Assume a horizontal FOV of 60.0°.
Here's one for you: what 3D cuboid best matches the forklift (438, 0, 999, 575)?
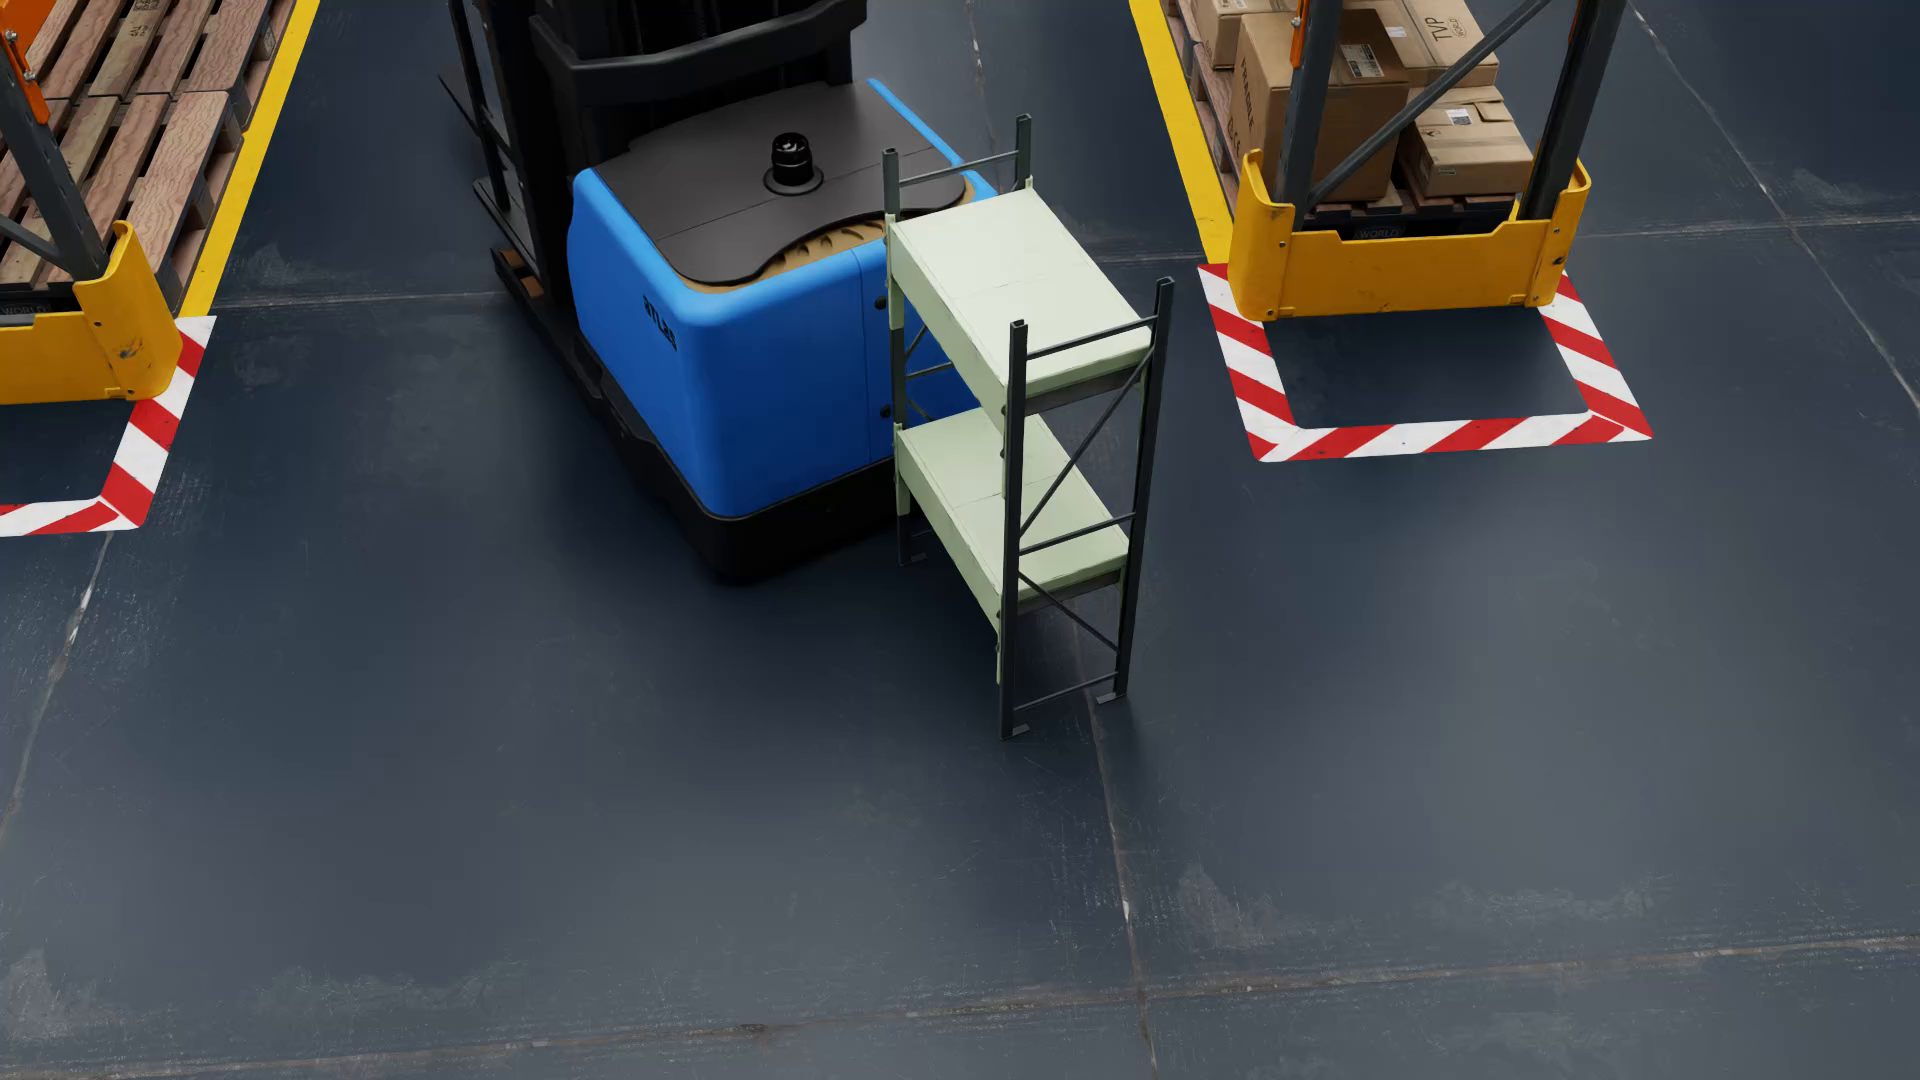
[{"bbox_3d":[-1.049,-1.959,5.086,1.130,2.935,3.031,-24,51,-21],"label":"forklift"}]

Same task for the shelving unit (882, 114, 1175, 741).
[{"bbox_3d":[0.145,-0.255,4.458,0.431,1.500,0.755,-18,49,-16],"label":"shelving unit"}]

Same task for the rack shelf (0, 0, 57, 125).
[{"bbox_3d":[-3.513,-2.821,6.352,1.077,0.370,4.000,-3,47,-3],"label":"rack shelf"}]

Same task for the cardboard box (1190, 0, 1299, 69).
[{"bbox_3d":[1.250,-2.193,6.852,0.500,0.250,0.500,-3,47,-3],"label":"cardboard box"}]

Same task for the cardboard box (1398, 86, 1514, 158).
[{"bbox_3d":[1.877,-1.602,6.349,0.380,0.166,0.250,-3,47,-3],"label":"cardboard box"}]

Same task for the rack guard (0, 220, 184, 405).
[{"bbox_3d":[-3.330,-0.746,5.612,1.175,0.500,0.348,-3,47,-3],"label":"rack guard"}]

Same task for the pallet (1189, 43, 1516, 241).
[{"bbox_3d":[1.517,-1.593,6.613,1.003,0.211,1.213,-3,47,-3],"label":"pallet"}]

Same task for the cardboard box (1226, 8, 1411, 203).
[{"bbox_3d":[1.300,-1.590,6.109,0.500,0.500,0.500,-3,47,-3],"label":"cardboard box"}]

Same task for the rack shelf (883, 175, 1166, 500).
[{"bbox_3d":[0.145,-0.523,4.175,0.431,0.370,0.720,-18,49,-16],"label":"rack shelf"}]

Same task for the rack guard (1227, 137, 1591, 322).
[{"bbox_3d":[1.585,-1.115,5.962,1.175,0.500,0.348,-3,47,-3],"label":"rack guard"}]

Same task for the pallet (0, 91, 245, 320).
[{"bbox_3d":[-3.376,-1.262,6.300,1.003,0.211,1.213,-3,47,-3],"label":"pallet"}]

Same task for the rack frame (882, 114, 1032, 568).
[{"bbox_3d":[-0.005,-0.497,4.688,0.400,1.500,0.023,-18,49,-16],"label":"rack frame"}]

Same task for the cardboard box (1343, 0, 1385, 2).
[{"bbox_3d":[1.744,-2.260,6.915,0.500,0.250,0.500,-3,47,-3],"label":"cardboard box"}]

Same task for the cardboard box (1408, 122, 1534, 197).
[{"bbox_3d":[1.898,-1.415,6.185,0.380,0.149,0.250,-3,47,-3],"label":"cardboard box"}]

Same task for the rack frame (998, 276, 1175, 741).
[{"bbox_3d":[0.296,-0.012,4.229,0.400,1.500,0.023,-18,49,-16],"label":"rack frame"}]

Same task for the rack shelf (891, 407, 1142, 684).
[{"bbox_3d":[0.145,-0.030,4.695,0.431,0.370,0.720,-18,49,-16],"label":"rack shelf"}]

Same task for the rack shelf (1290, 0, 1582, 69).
[{"bbox_3d":[1.424,-3.120,6.634,1.077,0.370,4.000,-3,47,-3],"label":"rack shelf"}]

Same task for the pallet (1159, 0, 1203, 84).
[{"bbox_3d":[1.418,-2.473,7.447,1.003,0.211,1.213,-3,47,-3],"label":"pallet"}]

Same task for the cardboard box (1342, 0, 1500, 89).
[{"bbox_3d":[1.786,-1.898,6.573,0.500,0.250,0.500,-3,47,-3],"label":"cardboard box"}]

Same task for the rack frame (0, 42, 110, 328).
[{"bbox_3d":[-3.345,-1.622,4.720,1.000,3.000,0.127,-3,47,-3],"label":"rack frame"}]

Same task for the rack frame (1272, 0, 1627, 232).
[{"bbox_3d":[1.591,-1.920,5.002,1.000,3.000,0.127,-3,47,-3],"label":"rack frame"}]

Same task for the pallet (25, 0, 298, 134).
[{"bbox_3d":[-3.475,-2.142,7.134,1.003,0.211,1.213,-3,47,-3],"label":"pallet"}]
